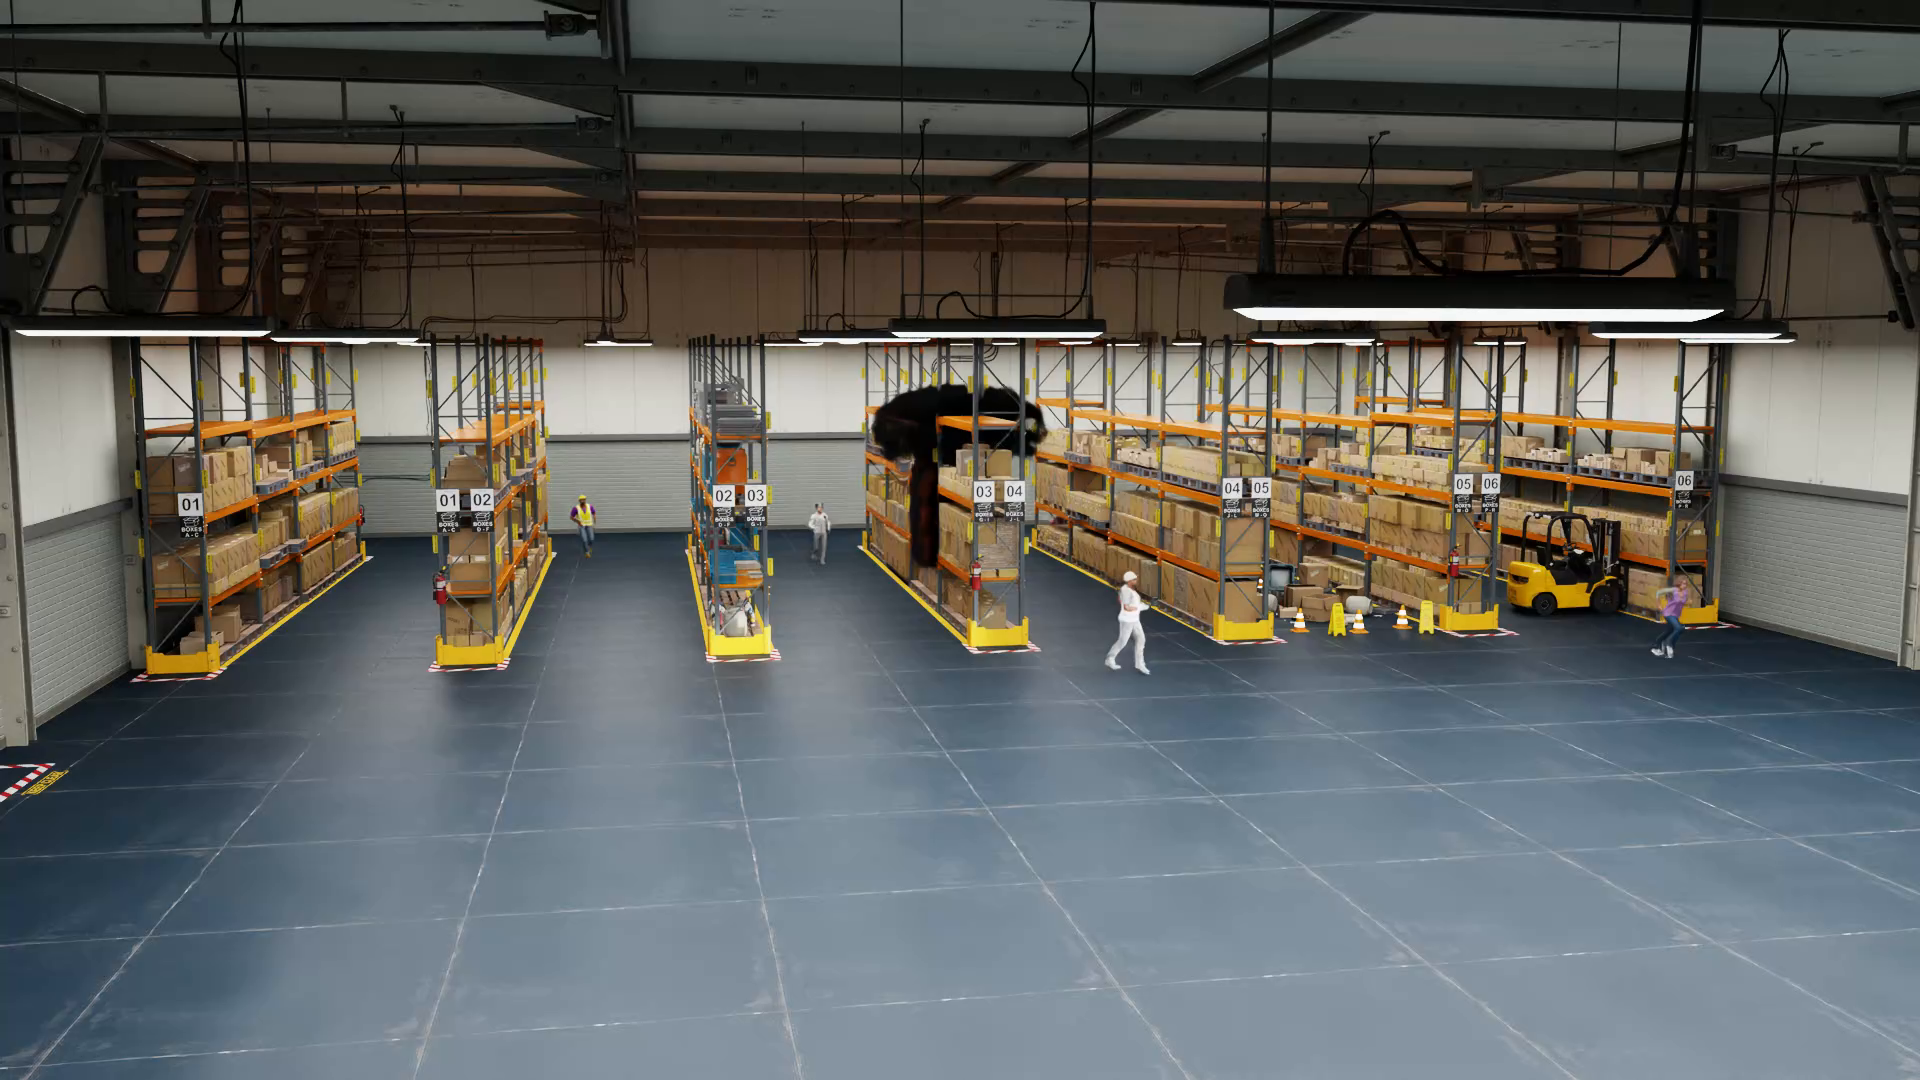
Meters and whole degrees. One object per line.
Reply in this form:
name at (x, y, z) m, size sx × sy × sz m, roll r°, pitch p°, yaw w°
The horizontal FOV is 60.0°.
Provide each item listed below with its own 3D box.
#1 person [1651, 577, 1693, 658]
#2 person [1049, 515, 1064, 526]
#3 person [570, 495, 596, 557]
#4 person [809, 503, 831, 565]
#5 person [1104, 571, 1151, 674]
person at (13.150, 1.471, 30.734) m, size 0.526 × 1.421 × 0.837 m, roll -3°, pitch 7°, yaw -27°
person at (2.962, -0.778, 49.726) m, size 0.589 × 1.620 × 0.638 m, roll 2°, pitch 7°, yaw 13°
person at (-10.382, -0.386, 45.921) m, size 0.731 × 1.718 × 0.543 m, roll -3°, pitch 7°, yaw -27°
person at (-3.729, -0.182, 44.367) m, size 0.625 × 1.654 × 0.723 m, roll -2°, pitch 7°, yaw -18°
person at (2.960, 1.465, 29.411) m, size 0.815 × 1.835 × 0.662 m, roll 3°, pitch 7°, yaw 22°
